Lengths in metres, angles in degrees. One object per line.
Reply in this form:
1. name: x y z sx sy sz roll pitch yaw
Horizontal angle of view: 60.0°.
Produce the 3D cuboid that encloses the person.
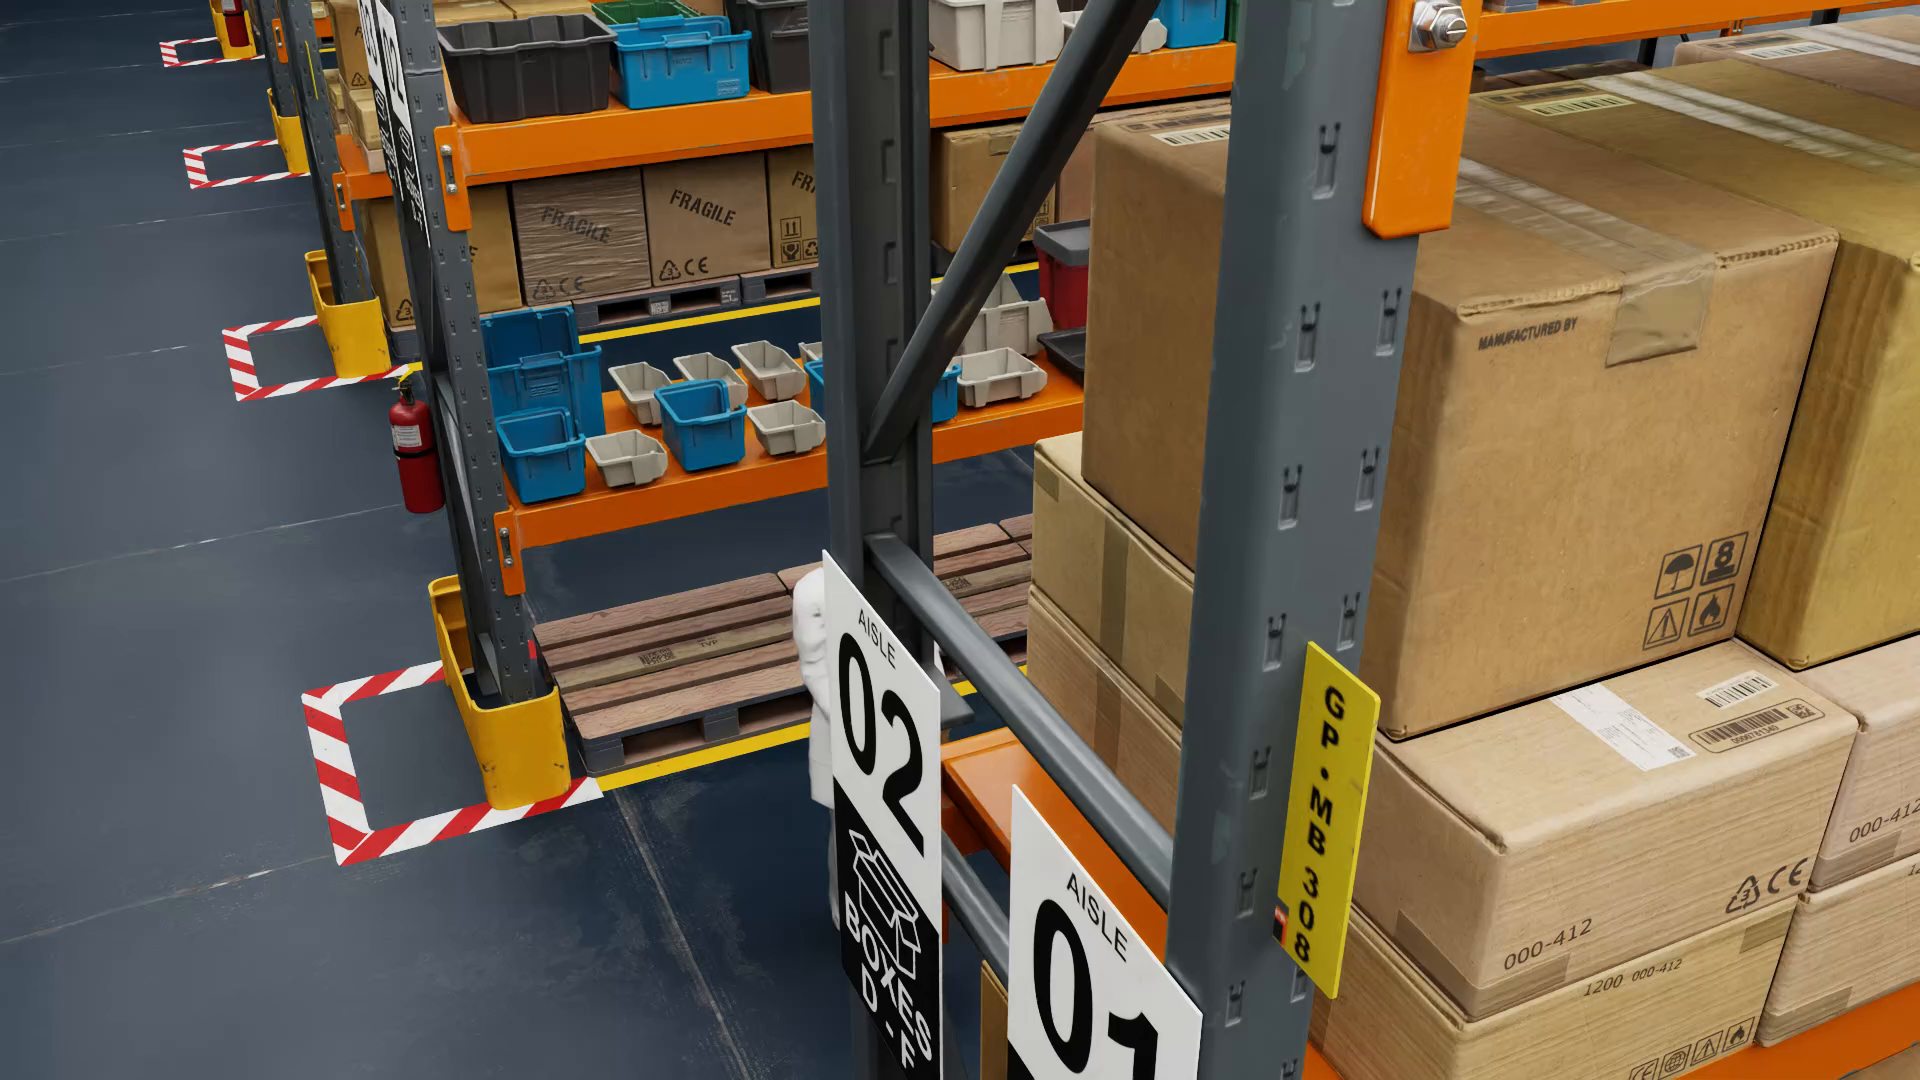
1. person: -0.270 0.716 5.857 0.527 1.775 0.556 -12 31 -21
